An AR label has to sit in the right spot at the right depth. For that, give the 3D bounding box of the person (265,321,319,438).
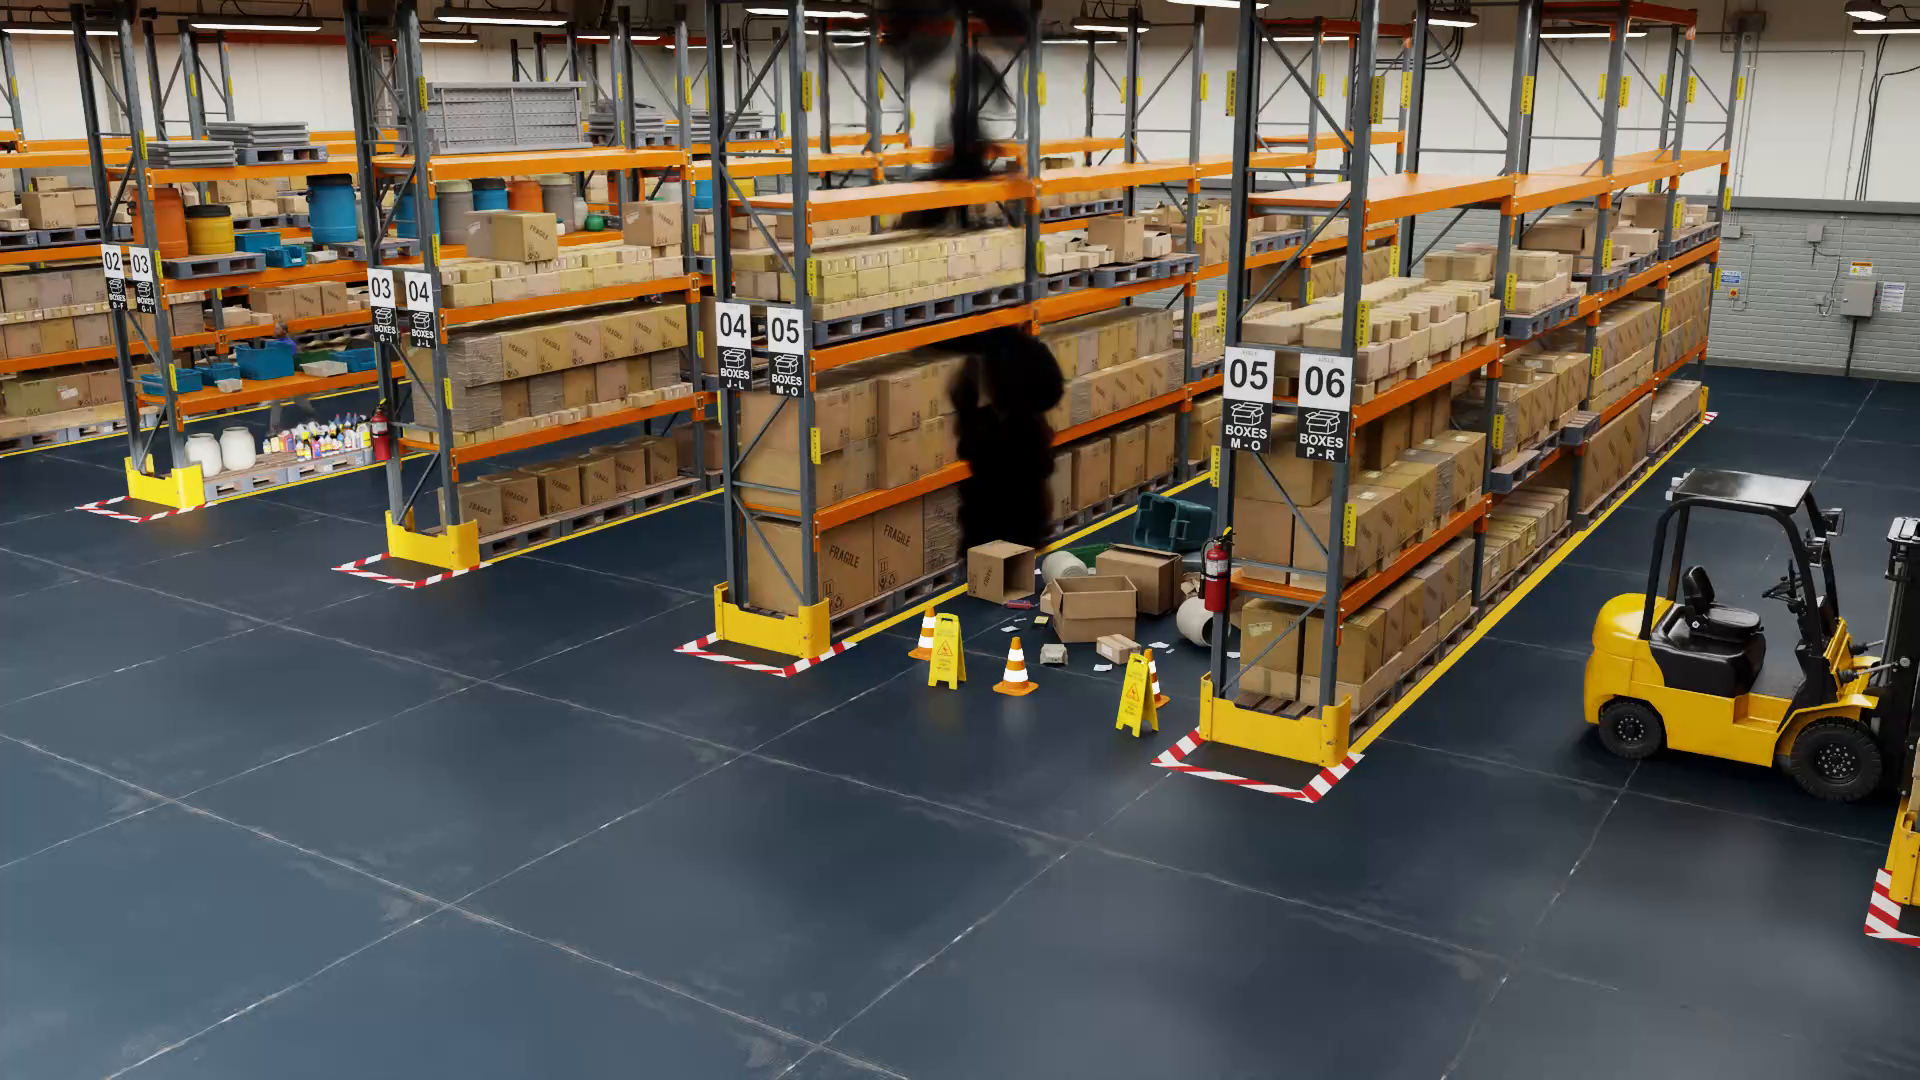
[{"bbox_3d":[-10.040,-2.423,24.774,0.566,1.672,0.908,7,17,24],"label":"person"}]
